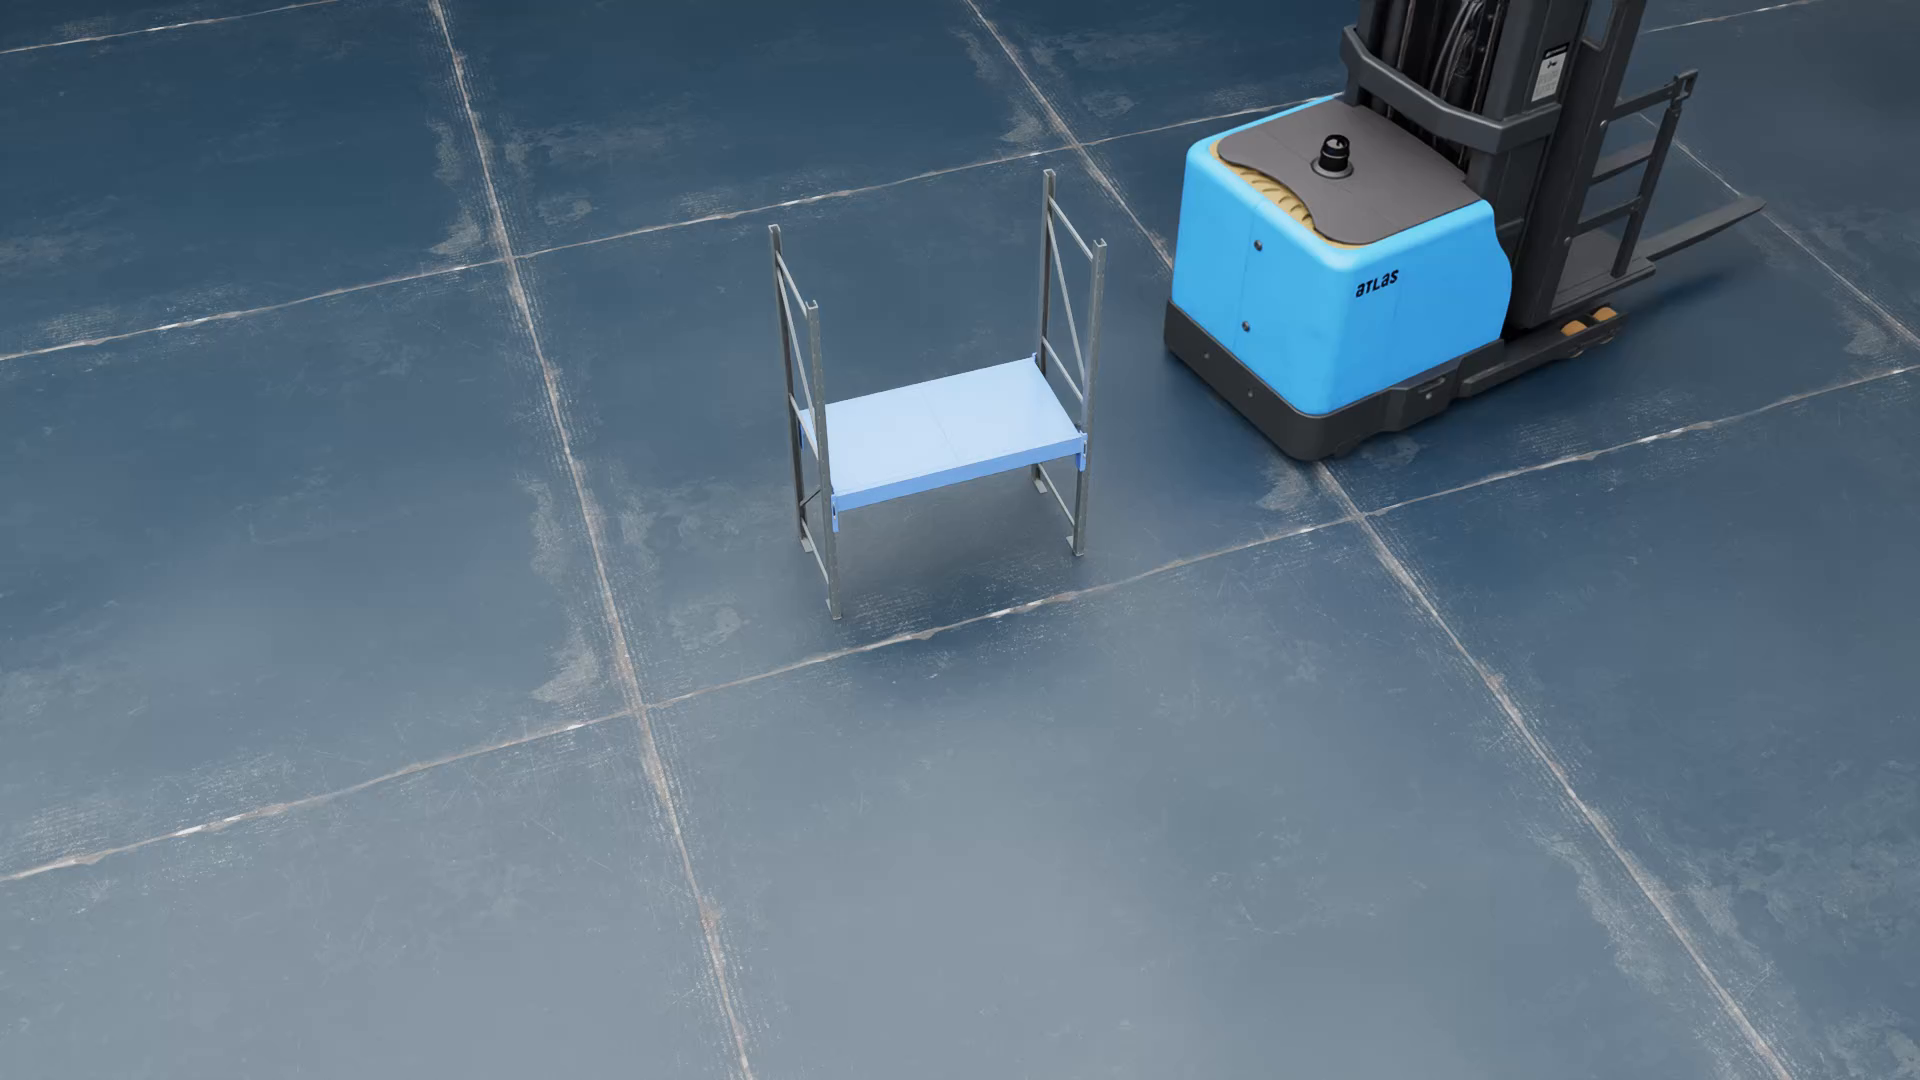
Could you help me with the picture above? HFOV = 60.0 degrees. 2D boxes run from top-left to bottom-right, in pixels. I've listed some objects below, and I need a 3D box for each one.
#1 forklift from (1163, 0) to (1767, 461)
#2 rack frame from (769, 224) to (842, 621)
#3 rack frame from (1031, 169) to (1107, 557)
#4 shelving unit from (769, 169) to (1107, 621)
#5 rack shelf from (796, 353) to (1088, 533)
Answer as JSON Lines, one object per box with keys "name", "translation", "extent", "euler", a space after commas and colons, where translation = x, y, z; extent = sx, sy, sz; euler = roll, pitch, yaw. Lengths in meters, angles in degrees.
{"name": "forklift", "translation": [2.451, -2.162, 6.835], "extent": [3.031, 2.935, 1.130], "euler": [-23, 50, -21]}
{"name": "rack frame", "translation": [-0.558, -0.387, 6.076], "extent": [0.032, 1.500, 0.500], "euler": [-14, 47, -14]}
{"name": "rack frame", "translation": [0.398, -0.631, 6.320], "extent": [0.032, 1.500, 0.500], "euler": [-14, 47, -14]}
{"name": "shelving unit", "translation": [-0.080, -0.509, 6.198], "extent": [1.048, 1.500, 0.538], "euler": [-14, 47, -14]}
{"name": "rack shelf", "translation": [-0.080, -0.382, 6.326], "extent": [1.000, 0.185, 0.538], "euler": [-14, 47, -14]}
